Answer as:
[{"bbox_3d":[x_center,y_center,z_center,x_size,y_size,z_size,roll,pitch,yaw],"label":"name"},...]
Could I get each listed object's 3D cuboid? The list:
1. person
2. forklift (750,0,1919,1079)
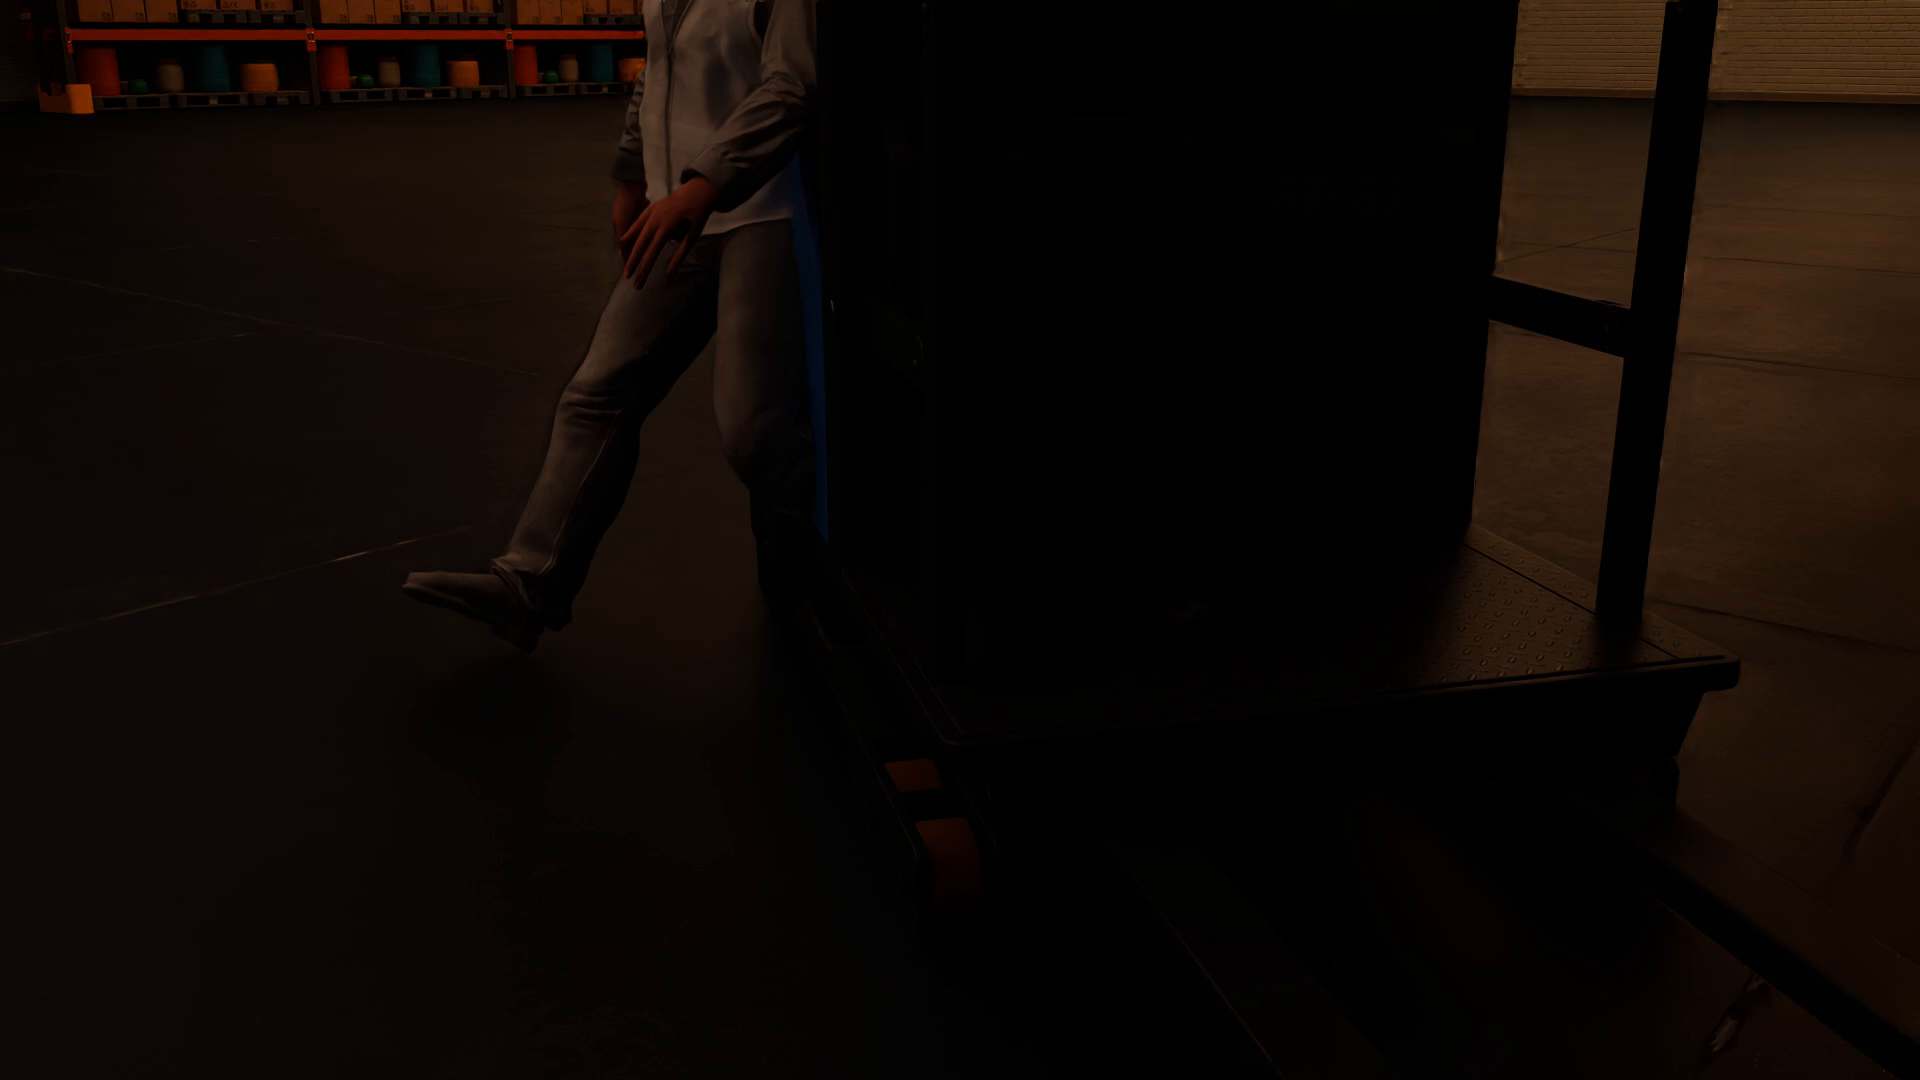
[{"bbox_3d":[-0.507,-0.565,2.947,0.918,1.644,0.875,-14,22,-39],"label":"person"},{"bbox_3d":[0.391,-0.995,2.173,1.130,2.935,3.031,-4,17,-14],"label":"forklift"}]
